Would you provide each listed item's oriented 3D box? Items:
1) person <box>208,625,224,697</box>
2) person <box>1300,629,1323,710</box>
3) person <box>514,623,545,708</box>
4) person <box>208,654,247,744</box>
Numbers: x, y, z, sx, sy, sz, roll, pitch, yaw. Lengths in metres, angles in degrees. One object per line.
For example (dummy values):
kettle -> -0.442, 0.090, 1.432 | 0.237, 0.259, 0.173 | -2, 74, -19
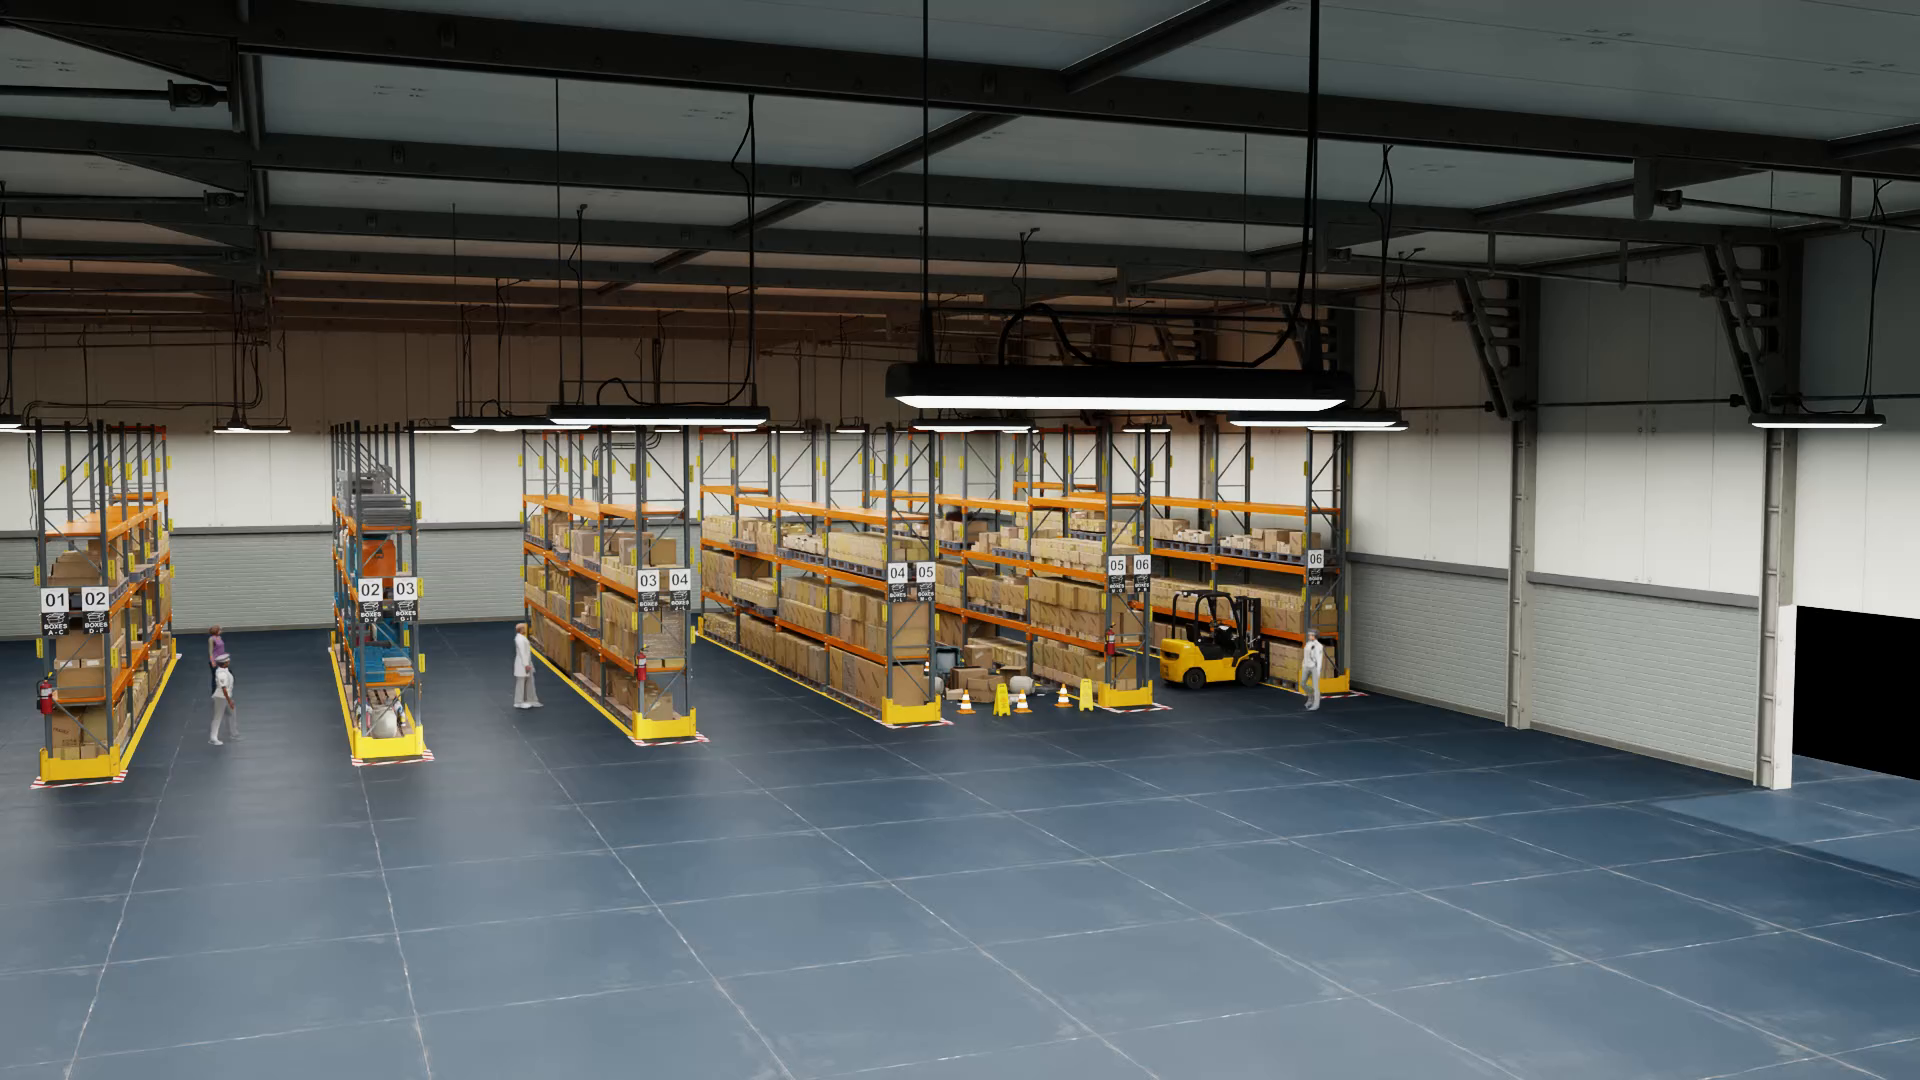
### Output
person -> -16.303, 2.663, 36.432 | 0.468, 1.583, 0.469 | 2, 4, 30
person -> 7.379, 2.704, 34.850 | 0.458, 1.689, 0.500 | -2, 4, -32
person -> -9.124, 2.658, 35.060 | 0.600, 1.814, 0.579 | 0, 4, 3
person -> -13.698, 2.956, 31.029 | 0.569, 1.697, 0.646 | -1, 4, -11
